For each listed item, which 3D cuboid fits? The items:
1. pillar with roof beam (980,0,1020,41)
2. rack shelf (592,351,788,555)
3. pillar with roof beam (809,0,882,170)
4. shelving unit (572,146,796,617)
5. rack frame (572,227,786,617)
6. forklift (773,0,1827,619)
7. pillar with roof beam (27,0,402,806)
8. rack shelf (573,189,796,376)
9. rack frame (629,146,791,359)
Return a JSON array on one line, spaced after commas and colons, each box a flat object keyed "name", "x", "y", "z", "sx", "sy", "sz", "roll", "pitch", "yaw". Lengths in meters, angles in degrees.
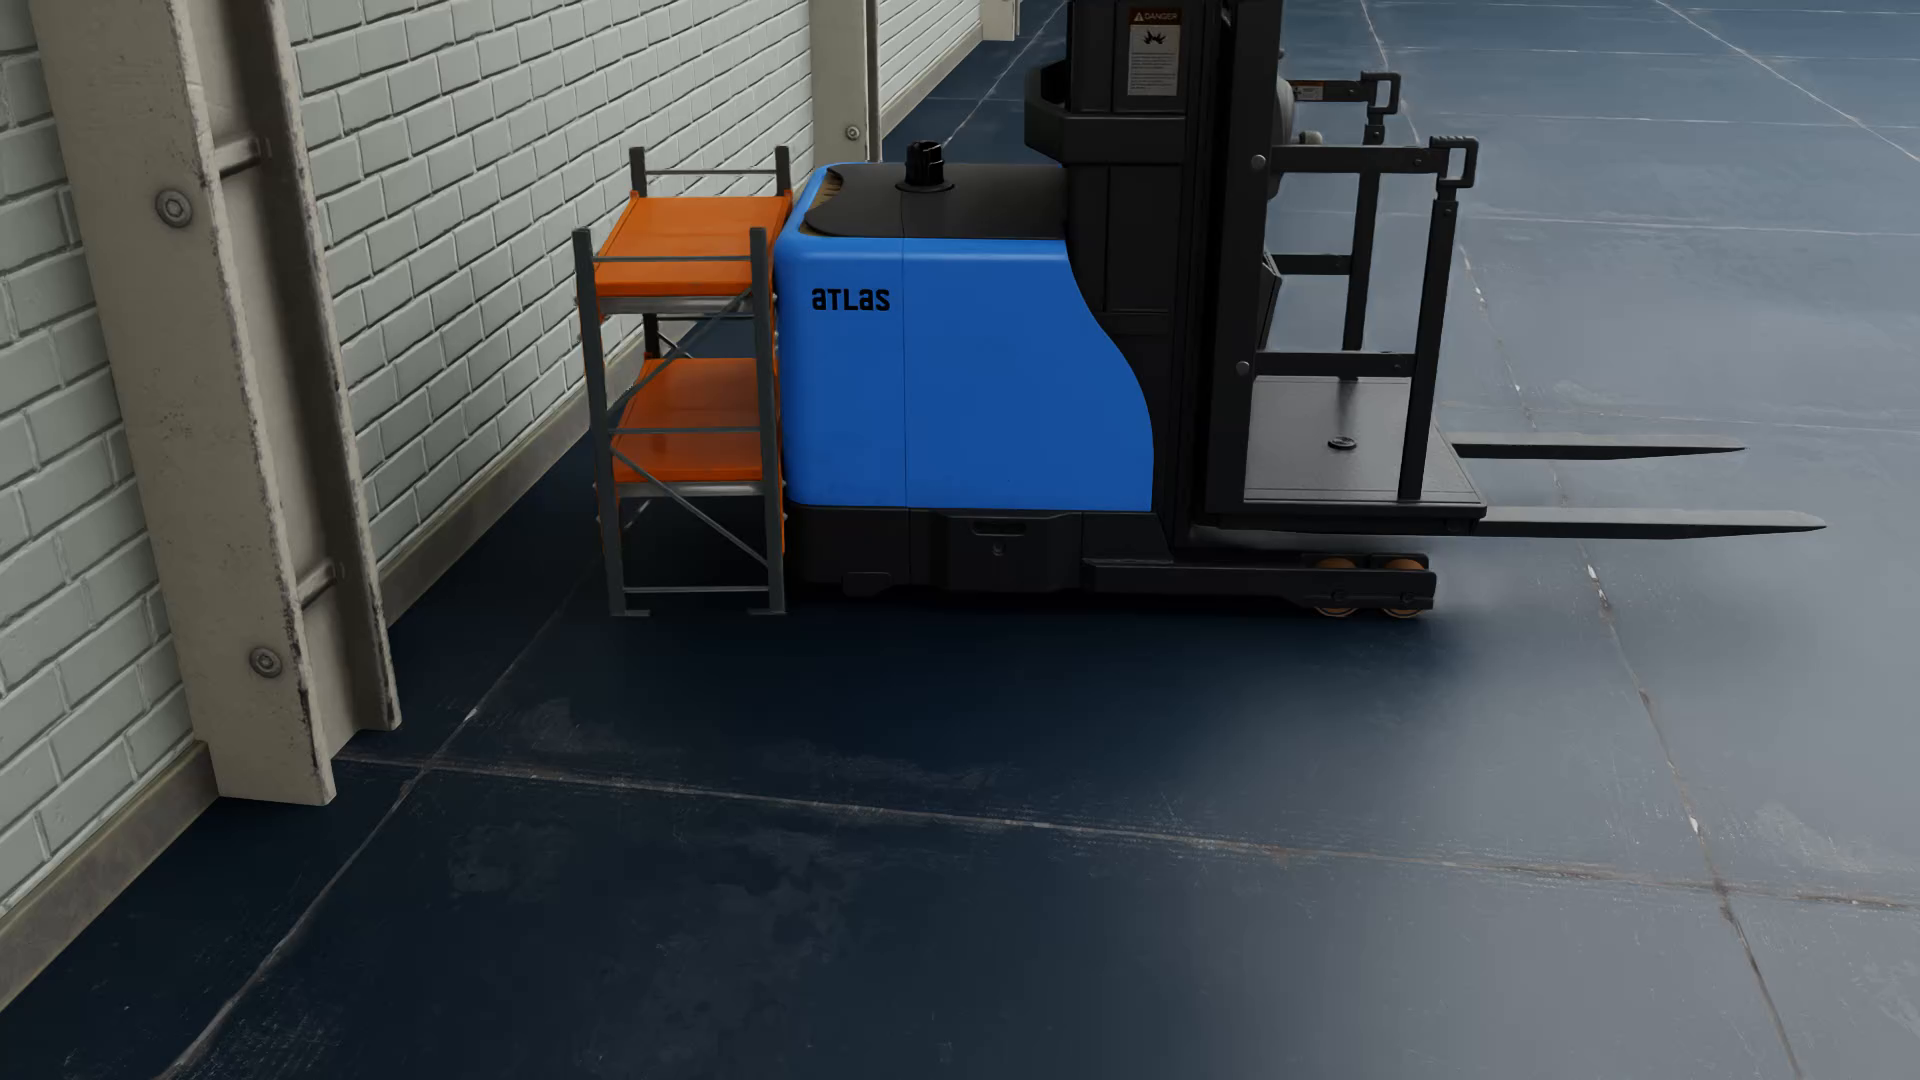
[{"name": "pillar with roof beam", "x": 4.596, "y": -8.264, "z": 12.289, "sx": 9.100, "sy": 9.000, "sz": 0.400, "roll": 4, "pitch": 25, "yaw": 9}, {"name": "rack shelf", "x": -0.773, "y": -0.292, "z": 5.124, "sx": 0.538, "sy": 0.278, "sz": 1.000, "roll": -1, "pitch": 25, "yaw": -2}, {"name": "pillar with roof beam", "x": 3.616, "y": -5.754, "z": 6.928, "sx": 9.100, "sy": 9.000, "sz": 0.400, "roll": 4, "pitch": 25, "yaw": 9}, {"name": "shelving unit", "x": -0.773, "y": -0.513, "z": 5.020, "sx": 0.538, "sy": 1.125, "sz": 1.048, "roll": -1, "pitch": 25, "yaw": -2}, {"name": "rack frame", "x": -0.755, "y": -0.298, "z": 4.560, "sx": 0.500, "sy": 1.125, "sz": 0.032, "roll": -1, "pitch": 25, "yaw": -2}, {"name": "forklift", "x": 1.012, "y": -1.334, "z": 4.643, "sx": 3.031, "sy": 2.935, "sz": 1.130, "roll": 1, "pitch": 25, "yaw": 2}, {"name": "pillar with roof beam", "x": 2.635, "y": -3.245, "z": 1.567, "sx": 9.100, "sy": 9.000, "sz": 0.400, "roll": 4, "pitch": 25, "yaw": 9}, {"name": "rack shelf", "x": -0.773, "y": -0.779, "z": 4.896, "sx": 0.538, "sy": 0.278, "sz": 1.000, "roll": -1, "pitch": 25, "yaw": -2}, {"name": "rack frame", "x": -0.790, "y": -0.729, "z": 5.480, "sx": 0.500, "sy": 1.125, "sz": 0.032, "roll": -1, "pitch": 25, "yaw": -2}]
